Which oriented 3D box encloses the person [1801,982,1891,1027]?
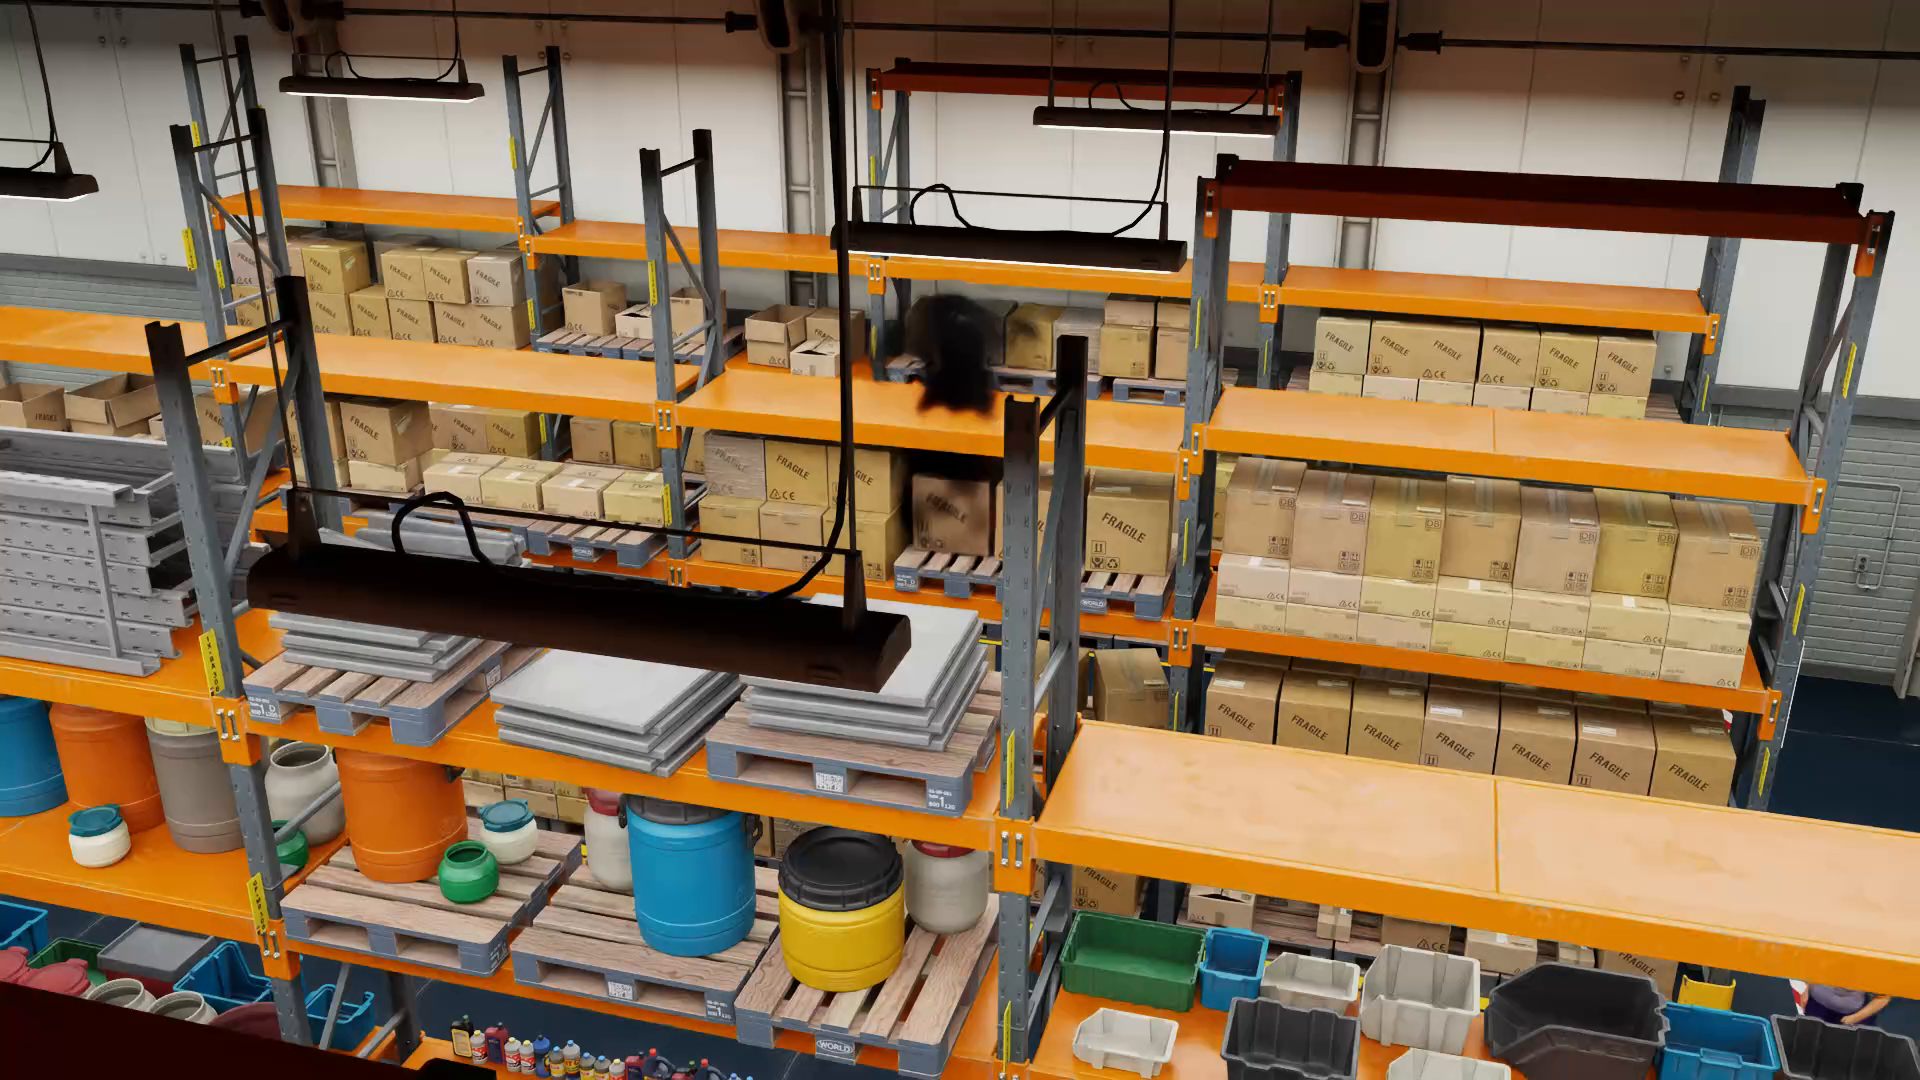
[{"bbox_3d":[5.850,3.160,11.120,0.629,1.597,0.599,-15,27,-32],"label":"person"}]

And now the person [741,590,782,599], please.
[{"bbox_3d":[-1.872,0.795,16.744,0.762,1.703,0.664,0,23,1],"label":"person"}]
